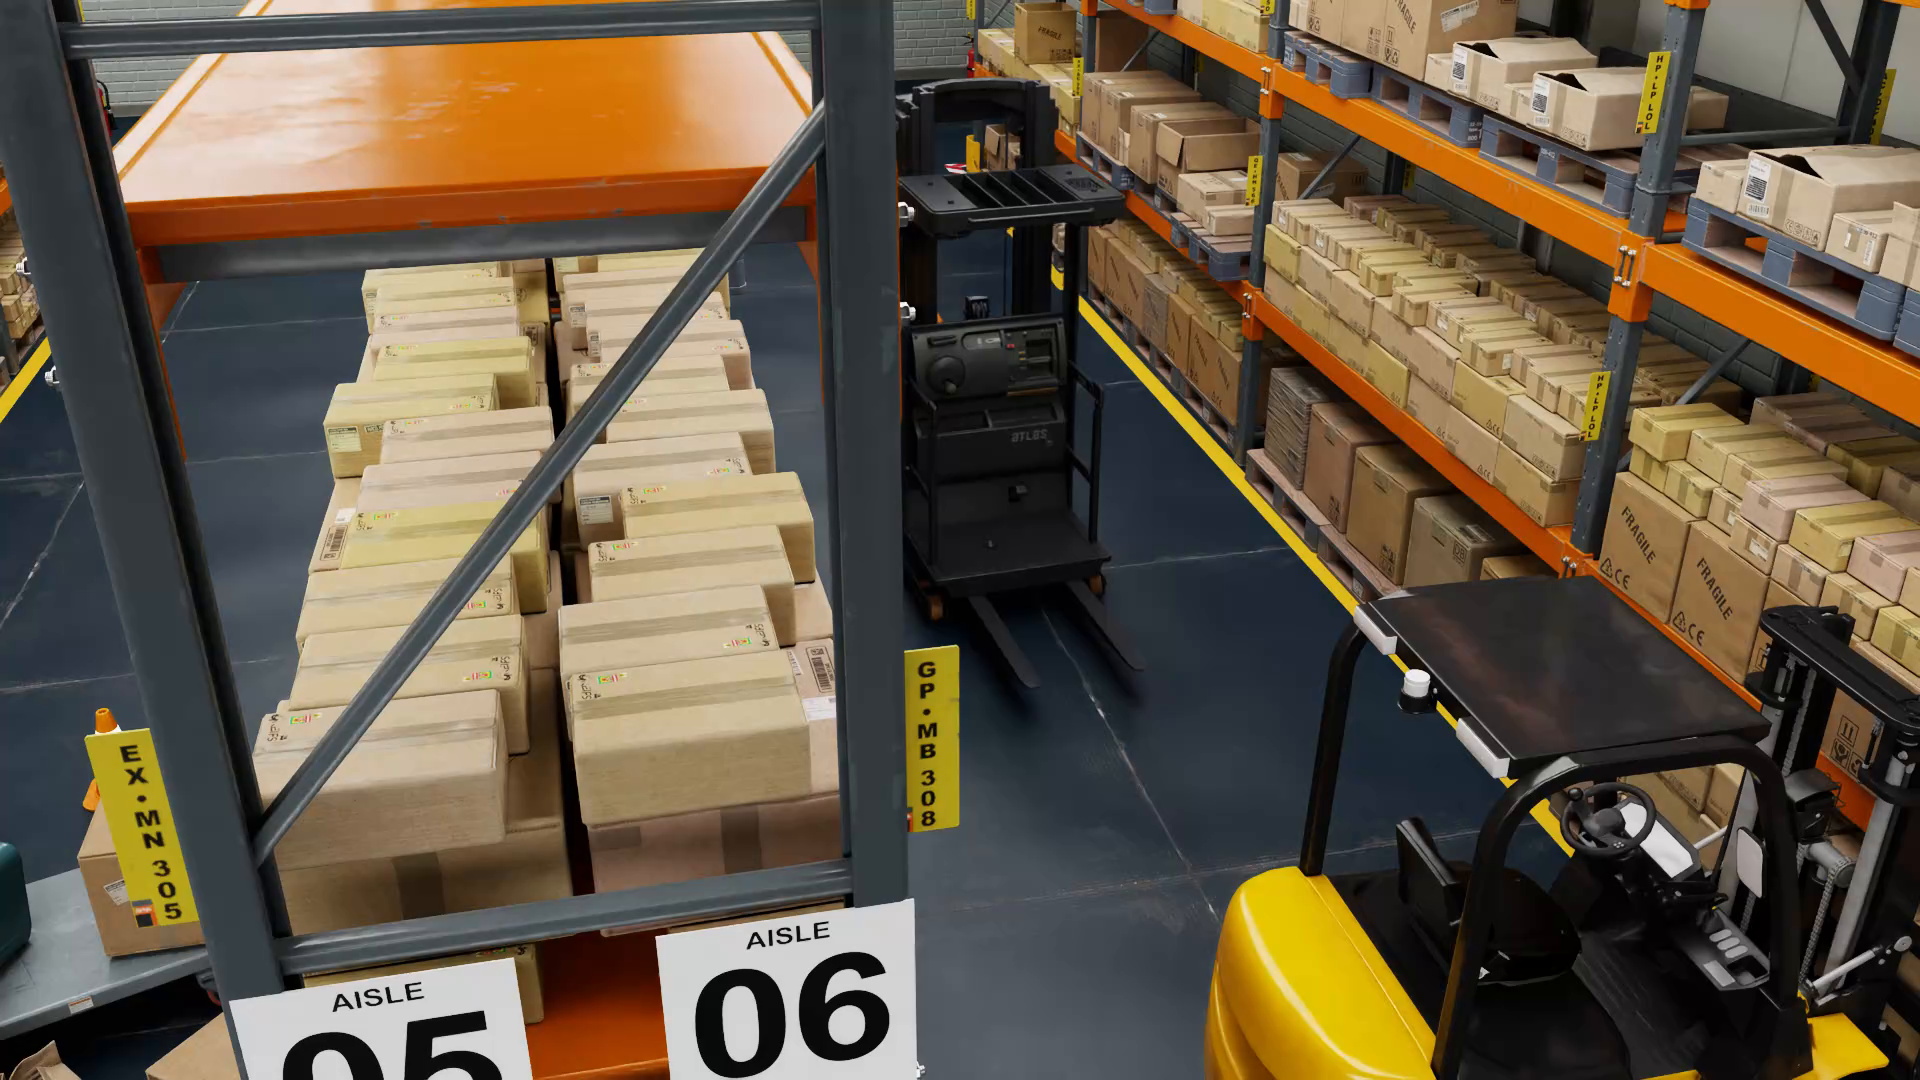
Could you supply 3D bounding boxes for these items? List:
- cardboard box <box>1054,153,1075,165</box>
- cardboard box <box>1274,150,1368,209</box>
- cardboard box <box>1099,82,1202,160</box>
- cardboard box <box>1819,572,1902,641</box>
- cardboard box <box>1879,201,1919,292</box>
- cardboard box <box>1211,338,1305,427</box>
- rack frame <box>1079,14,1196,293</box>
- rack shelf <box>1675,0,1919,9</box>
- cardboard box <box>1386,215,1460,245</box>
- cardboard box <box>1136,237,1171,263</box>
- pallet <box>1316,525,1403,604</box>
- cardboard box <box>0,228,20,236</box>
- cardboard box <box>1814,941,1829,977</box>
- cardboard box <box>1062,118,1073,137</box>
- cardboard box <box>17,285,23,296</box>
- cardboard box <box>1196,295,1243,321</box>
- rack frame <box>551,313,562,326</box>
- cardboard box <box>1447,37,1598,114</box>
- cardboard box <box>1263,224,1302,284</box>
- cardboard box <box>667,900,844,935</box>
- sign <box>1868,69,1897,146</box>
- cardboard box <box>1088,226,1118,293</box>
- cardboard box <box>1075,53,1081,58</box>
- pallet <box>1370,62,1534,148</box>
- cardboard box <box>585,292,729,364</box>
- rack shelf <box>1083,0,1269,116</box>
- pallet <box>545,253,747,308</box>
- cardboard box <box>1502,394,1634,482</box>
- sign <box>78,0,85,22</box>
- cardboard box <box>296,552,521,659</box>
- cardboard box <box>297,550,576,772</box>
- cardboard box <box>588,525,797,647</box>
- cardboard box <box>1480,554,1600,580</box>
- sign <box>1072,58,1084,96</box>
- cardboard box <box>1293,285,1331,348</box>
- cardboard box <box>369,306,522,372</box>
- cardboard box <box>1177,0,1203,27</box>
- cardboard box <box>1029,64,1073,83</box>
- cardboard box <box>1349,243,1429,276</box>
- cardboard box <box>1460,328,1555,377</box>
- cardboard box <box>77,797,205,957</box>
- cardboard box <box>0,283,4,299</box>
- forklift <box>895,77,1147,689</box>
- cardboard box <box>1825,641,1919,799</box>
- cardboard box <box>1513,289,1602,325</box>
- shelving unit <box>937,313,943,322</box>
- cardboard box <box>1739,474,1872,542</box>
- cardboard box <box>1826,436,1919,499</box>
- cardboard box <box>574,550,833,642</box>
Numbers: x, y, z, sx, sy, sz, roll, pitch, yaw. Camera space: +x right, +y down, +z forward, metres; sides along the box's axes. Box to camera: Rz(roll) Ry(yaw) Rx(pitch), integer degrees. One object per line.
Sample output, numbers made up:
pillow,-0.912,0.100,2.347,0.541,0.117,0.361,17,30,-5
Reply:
cardboard box,0.872,-3.611,16.884,0.500,0.500,0.500,-5,27,-11
cardboard box,2.490,-2.401,11.602,0.500,0.500,0.500,-5,27,-9
cardboard box,1.560,-3.453,13.685,0.700,0.500,0.500,-6,27,-11
cardboard box,3.431,0.226,6.143,0.380,0.149,0.250,-7,28,-13
cardboard box,3.393,-1.000,5.646,0.396,0.266,0.258,-7,28,-13
cardboard box,2.149,-1.163,12.033,0.500,0.500,0.500,-5,27,-10
rack frame,1.552,-3.683,14.719,1.000,3.000,0.127,-6,27,-12
rack shelf,3.805,-1.472,4.922,1.077,0.370,4.000,-6,27,-12
cardboard box,2.891,-1.916,10.386,0.380,0.149,0.250,-6,27,-12
cardboard box,1.675,-2.402,13.769,0.380,0.149,0.250,-6,27,-12
pallet,2.872,0.217,10.085,1.003,0.211,1.213,-6,27,-12
cardboard box,-8.286,-2.672,14.753,0.380,0.149,0.250,-6,27,-11
cardboard box,3.493,1.554,6.373,0.500,0.250,0.500,-6,27,-12
cardboard box,1.154,-3.798,15.224,0.380,0.149,0.250,-5,27,-10
cardboard box,-8.088,-2.075,13.900,0.380,0.149,0.250,-6,27,-12
cardboard box,1.987,-1.716,12.410,0.380,0.149,0.250,-7,28,-13
rack frame,-1.480,0.334,6.759,1.000,3.000,0.127,-6,27,-12
cardboard box,2.781,-2.333,8.236,0.500,0.311,0.500,-7,28,-13
cardboard box,2.291,-1.862,10.721,0.500,0.250,0.500,-6,27,-12
cardboard box,-0.337,0.685,3.014,0.380,0.149,0.250,-6,27,-12
sign,3.895,-1.834,7.063,0.100,0.325,0.005,-6,27,-12
cardboard box,1.442,-2.520,14.721,0.500,0.500,0.500,-5,27,-9
cardboard box,1.352,-4.656,16.483,0.500,0.250,0.500,-6,27,-12
pallet,2.948,-2.403,9.062,1.003,0.211,1.213,-5,27,-9
cardboard box,-0.838,-0.569,4.613,0.380,0.149,0.250,-6,27,-11
rack shelf,2.003,-3.823,12.466,1.077,0.370,4.000,-6,27,-12
pallet,-1.516,-1.203,6.684,1.213,0.211,1.003,-6,27,-12
cardboard box,2.995,-0.517,8.058,0.500,0.250,0.500,-7,28,-13
sign,-8.439,-5.092,15.874,0.100,0.325,0.005,-6,27,-12
cardboard box,-1.039,0.162,3.166,0.380,0.149,0.250,-6,27,-12
cardboard box,-1.056,0.266,3.402,0.500,0.250,0.500,-6,27,-12
cardboard box,-0.529,0.106,3.277,0.380,0.149,0.250,-6,27,-12
cardboard box,3.226,0.473,8.653,0.875,0.625,0.625,-5,27,-9
sign,1.025,-4.011,14.408,0.100,0.325,0.005,-6,27,-12
cardboard box,2.424,-1.420,10.400,0.500,0.250,0.500,-7,28,-13
cardboard box,-1.381,-0.511,4.499,0.380,0.149,0.250,-6,27,-12
cardboard box,1.874,-3.840,11.867,0.500,0.250,0.500,-6,27,-12
cardboard box,0.973,-4.387,15.949,0.500,0.250,0.500,-6,27,-12
cardboard box,2.539,-1.644,9.847,0.380,0.149,0.250,-6,27,-11
cardboard box,2.793,-0.959,8.491,0.380,0.149,0.250,-7,28,-13
cardboard box,-3.208,1.306,6.767,0.500,0.500,0.500,-6,27,-12
cardboard box,-7.959,-1.983,13.388,0.380,0.149,0.250,-5,27,-9
forklift,0.240,-1.029,9.536,1.130,2.935,3.031,-8,28,-15
cardboard box,3.542,0.677,5.968,0.500,0.500,0.500,-6,27,-11
cardboard box,3.249,-1.247,9.060,0.380,0.149,0.250,-6,27,-12
shelving unit,-0.352,-1.119,11.718,0.538,1.125,1.048,-6,27,-12
cardboard box,3.309,-0.128,6.514,0.380,0.149,0.250,-5,27,-10
cardboard box,3.810,-0.300,6.854,0.380,0.149,0.250,-6,27,-12
cardboard box,-0.537,0.215,3.502,0.500,0.250,0.500,-6,27,-12
